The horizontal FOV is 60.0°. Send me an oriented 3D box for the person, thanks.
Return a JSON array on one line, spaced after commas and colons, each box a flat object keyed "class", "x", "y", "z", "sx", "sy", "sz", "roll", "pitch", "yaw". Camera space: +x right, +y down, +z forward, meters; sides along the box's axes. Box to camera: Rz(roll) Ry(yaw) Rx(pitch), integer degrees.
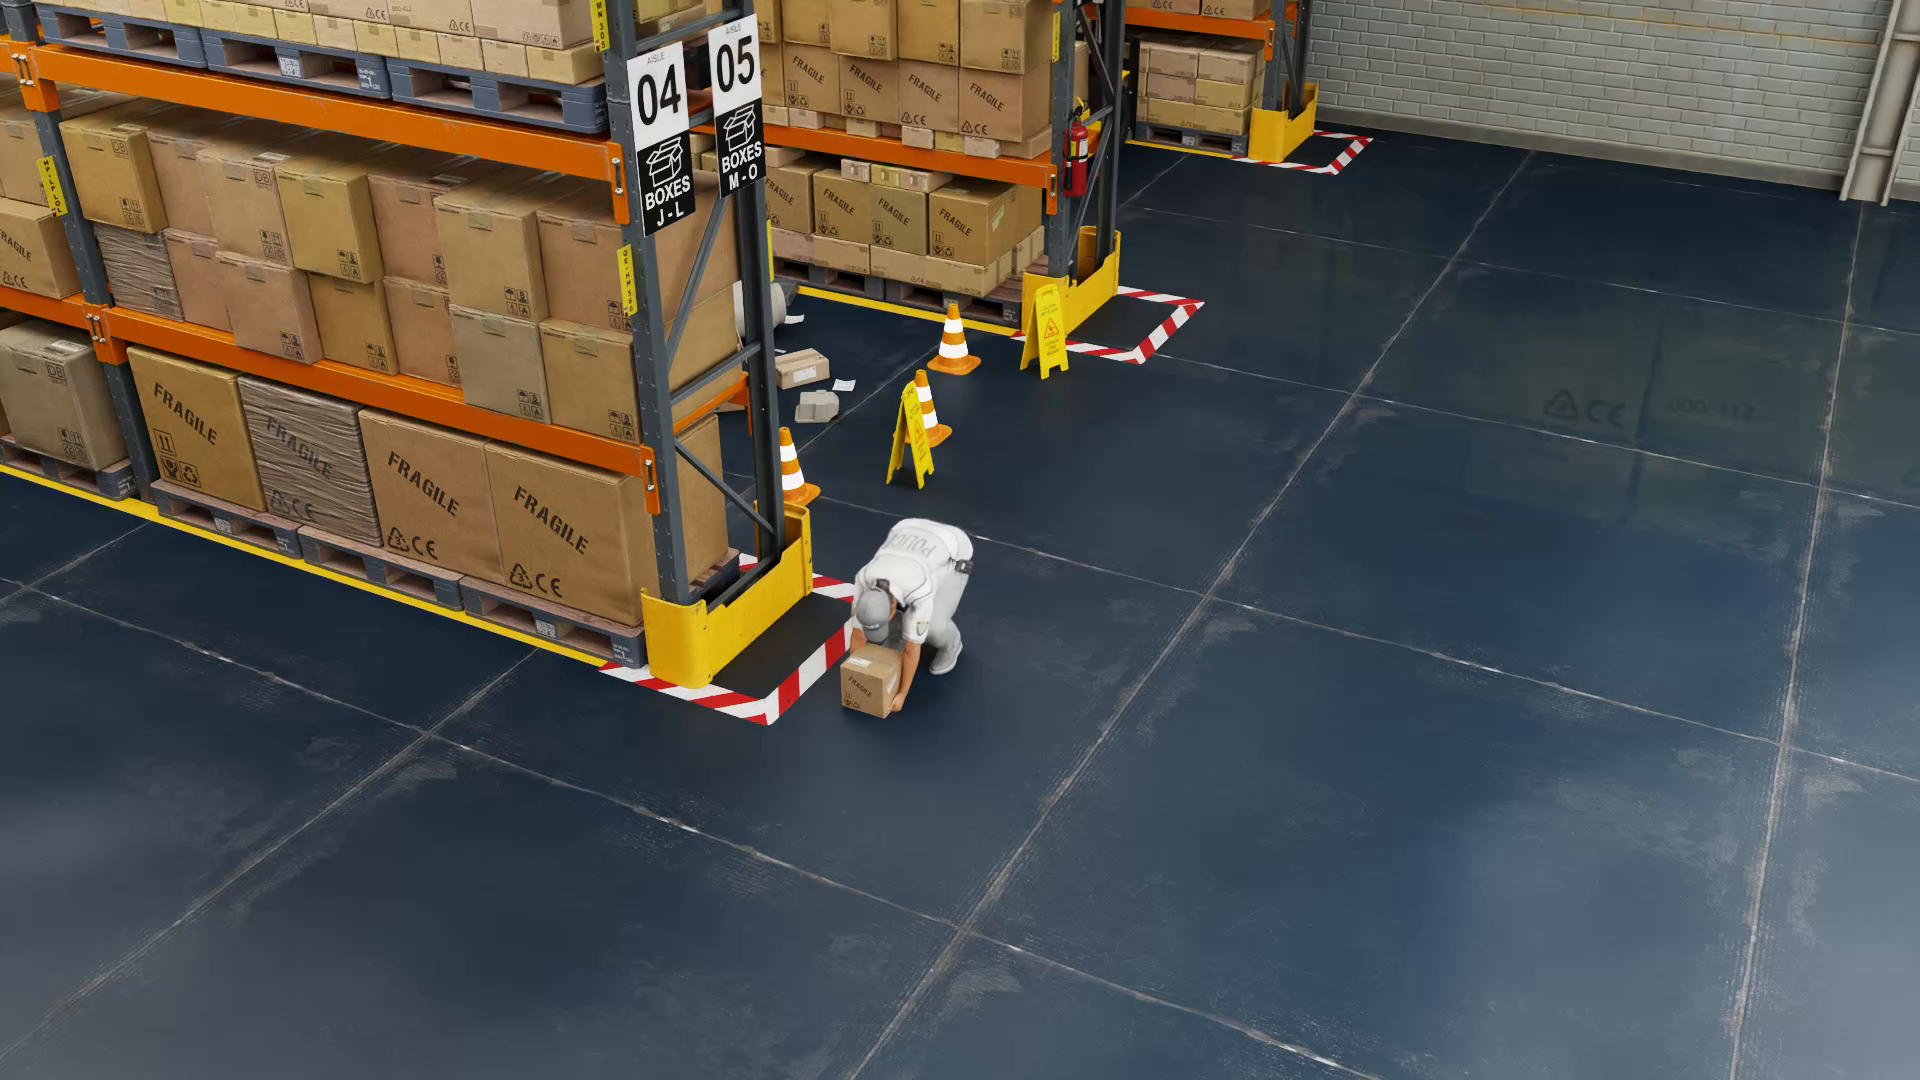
[{"class": "person", "x": -0.272, "y": 0.361, "z": 8.581, "sx": 0.510, "sy": 0.773, "sz": 0.940, "roll": 14, "pitch": 33, "yaw": 23}]
